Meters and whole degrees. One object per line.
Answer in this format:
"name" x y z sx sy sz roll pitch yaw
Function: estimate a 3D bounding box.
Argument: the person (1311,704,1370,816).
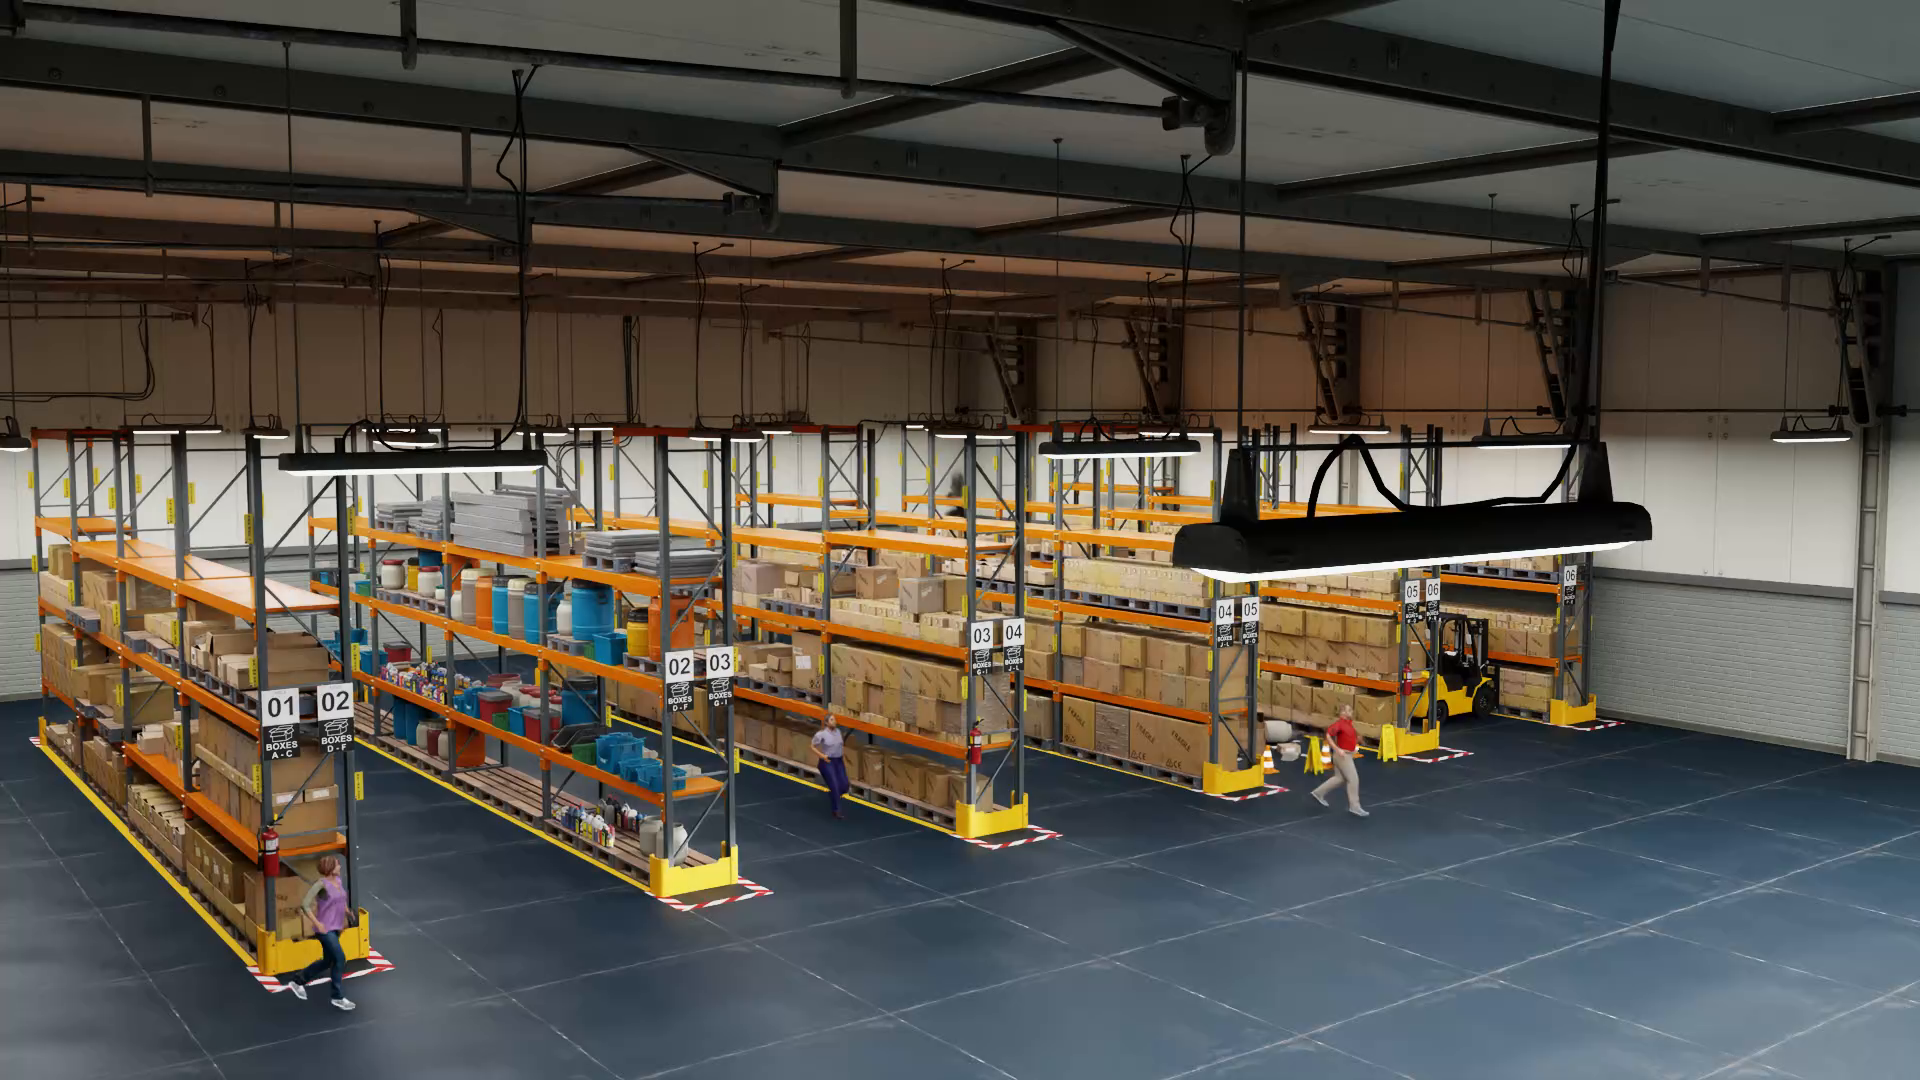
"person" 5.994 3.426 26.093 0.902 1.748 0.655 2 5 19

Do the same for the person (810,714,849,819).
"person" -1.965 3.512 25.862 0.603 1.584 0.565 -4 6 -40

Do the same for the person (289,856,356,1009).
"person" -6.764 4.161 17.717 0.738 1.591 0.562 0 4 3

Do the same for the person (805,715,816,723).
"person" -2.963 2.867 33.574 0.627 1.663 0.527 -4 6 -43

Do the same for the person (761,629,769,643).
"person" -4.906 2.248 41.792 0.833 1.669 0.594 0 4 4
